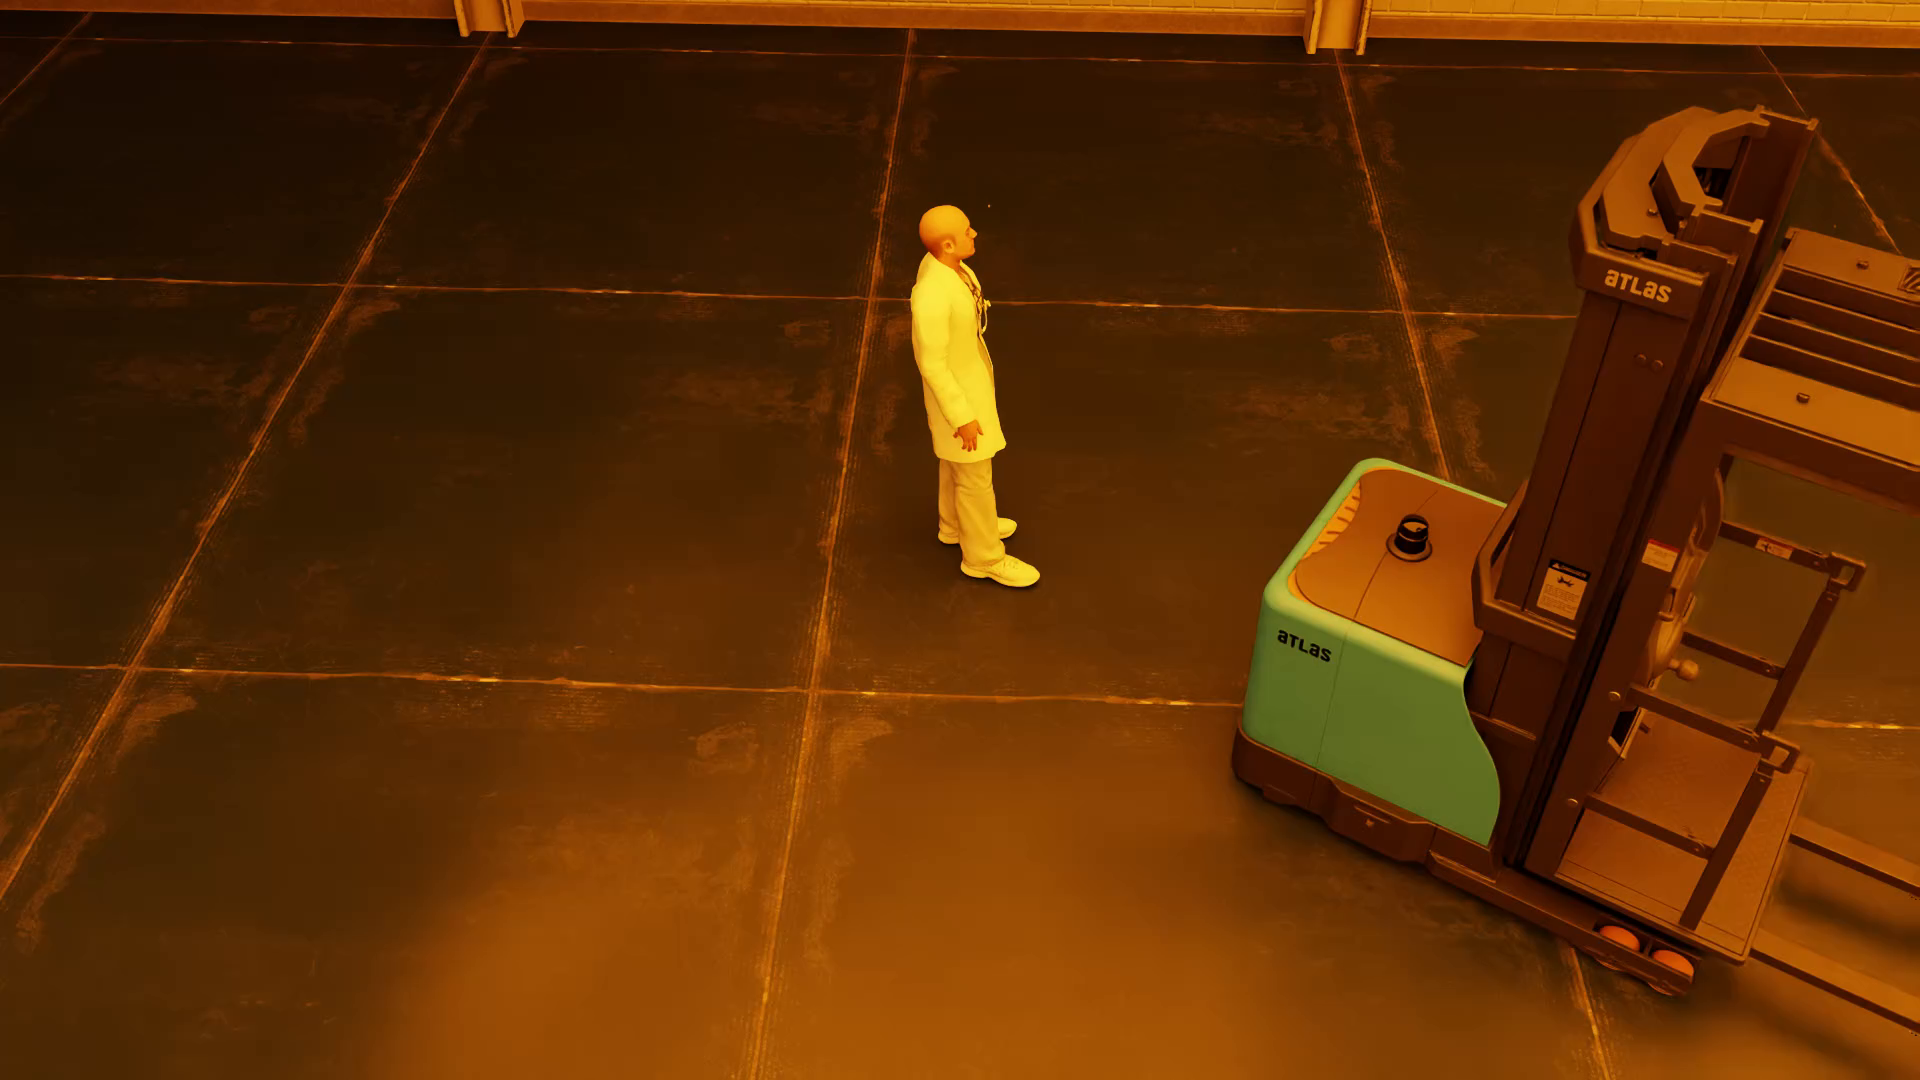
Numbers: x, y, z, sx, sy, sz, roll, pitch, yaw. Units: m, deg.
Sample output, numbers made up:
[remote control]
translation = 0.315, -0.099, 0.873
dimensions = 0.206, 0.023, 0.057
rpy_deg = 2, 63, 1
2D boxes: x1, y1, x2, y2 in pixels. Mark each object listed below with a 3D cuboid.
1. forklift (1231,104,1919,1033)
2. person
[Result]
[forklift]
translation = 2.624, 0.169, 5.557
dimensions = 3.031, 2.935, 1.130
rpy_deg = 24, 47, 24
[person]
translation = 0.090, -0.656, 7.306
dimensions = 0.581, 1.775, 0.696
rpy_deg = 2, 42, 2
